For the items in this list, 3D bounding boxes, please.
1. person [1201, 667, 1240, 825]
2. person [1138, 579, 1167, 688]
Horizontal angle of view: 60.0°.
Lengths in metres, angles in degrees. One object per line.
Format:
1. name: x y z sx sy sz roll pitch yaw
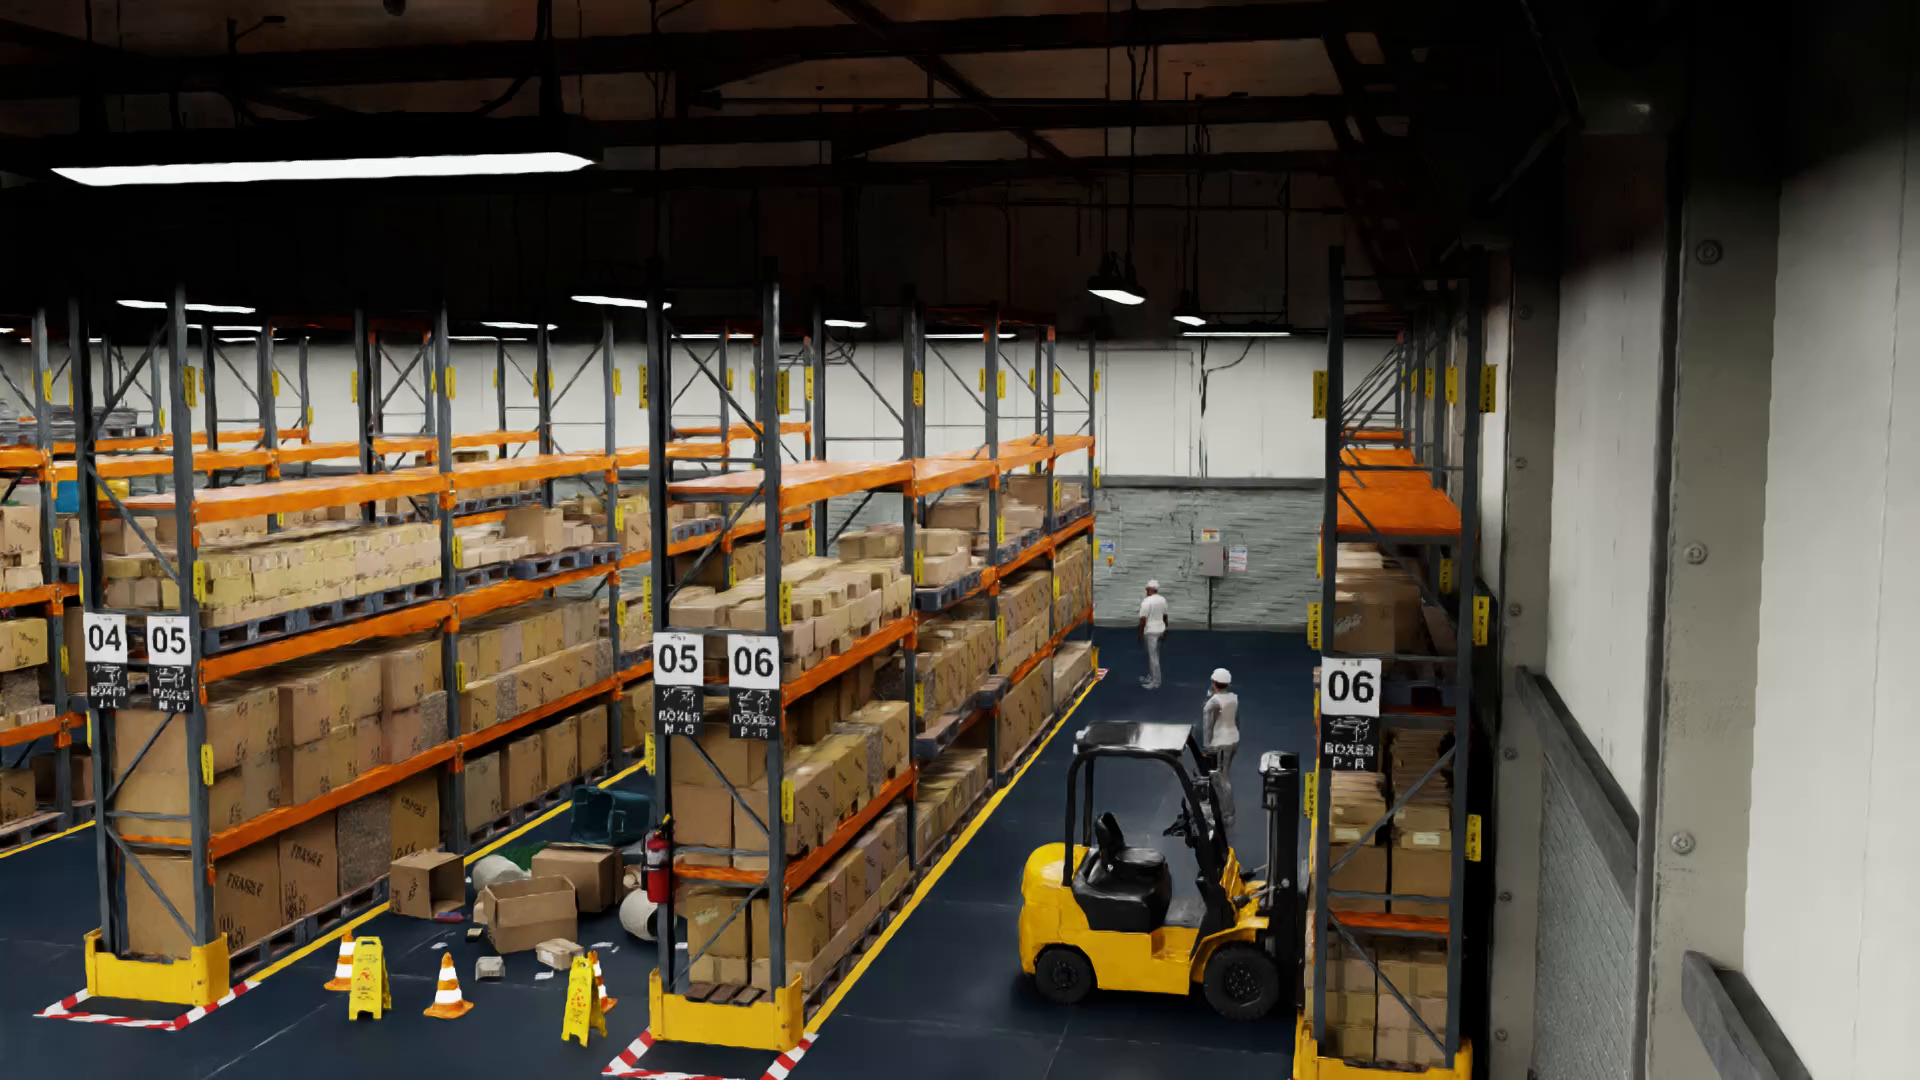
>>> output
1. person: 2.973 2.337 19.135 0.586 1.768 0.639 4 7 37
2. person: 3.137 1.513 27.295 0.580 1.763 0.673 5 8 42
